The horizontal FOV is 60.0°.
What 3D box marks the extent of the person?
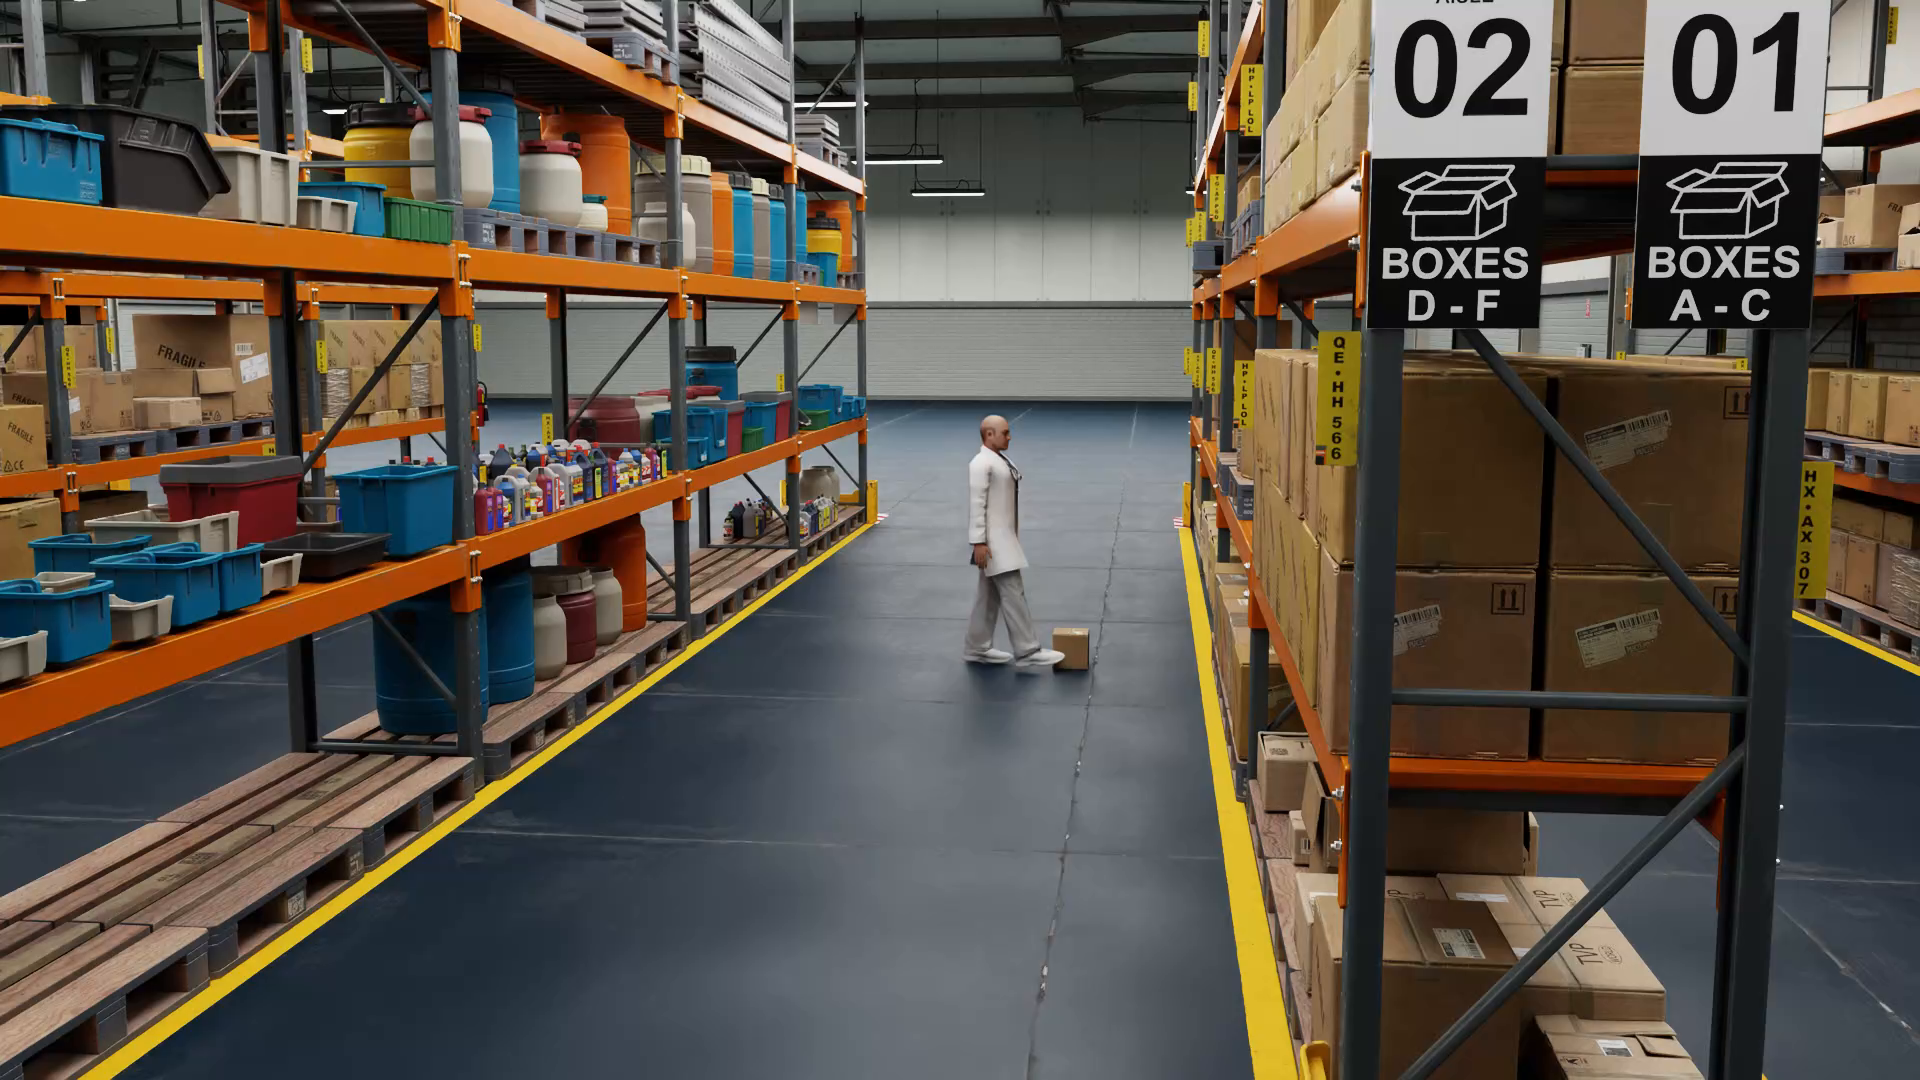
[{"bbox_3d":[0.386,0.007,11.742,0.774,1.766,0.576,2,8,12],"label":"person"}]
